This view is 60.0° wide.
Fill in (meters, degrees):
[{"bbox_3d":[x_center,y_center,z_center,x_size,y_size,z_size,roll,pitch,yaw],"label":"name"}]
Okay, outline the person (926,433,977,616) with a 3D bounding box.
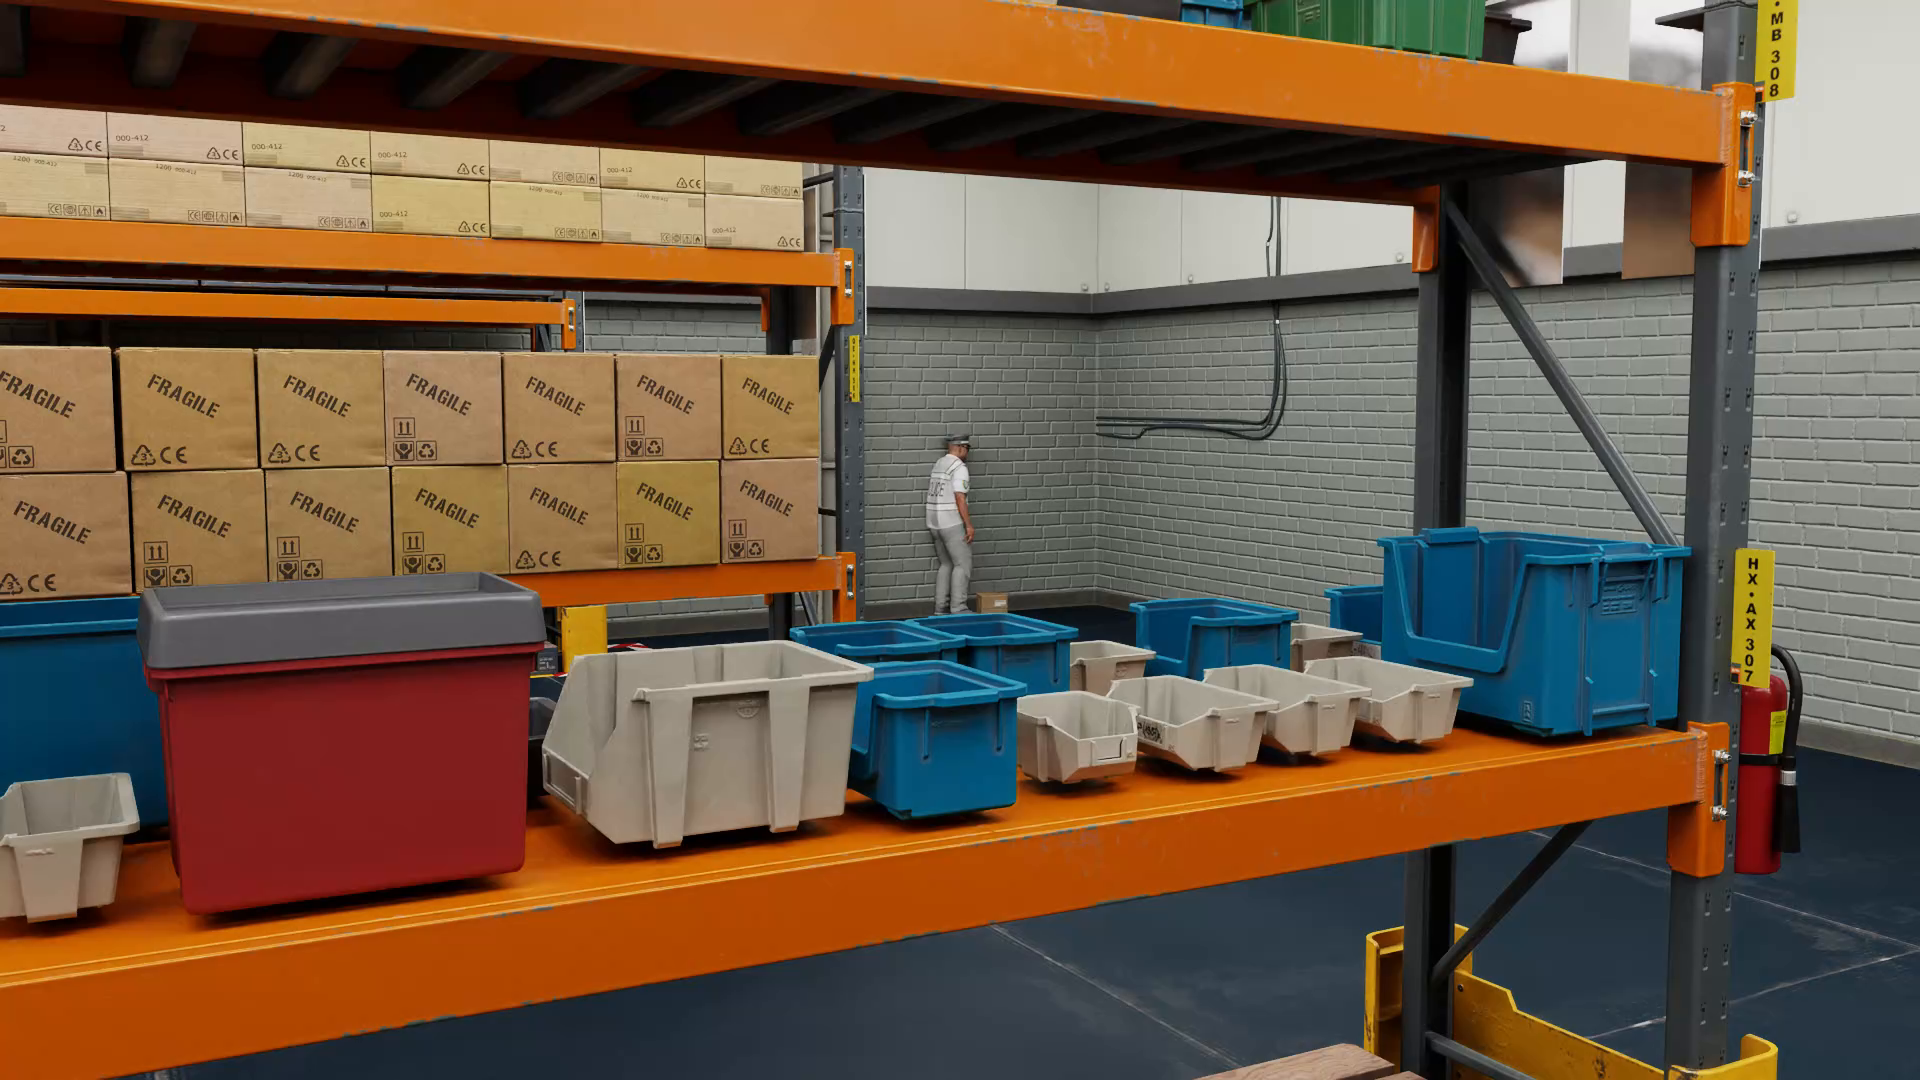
[{"bbox_3d":[-0.078,-0.136,15.756,0.440,1.748,0.586,-3,6,-28],"label":"person"}]
